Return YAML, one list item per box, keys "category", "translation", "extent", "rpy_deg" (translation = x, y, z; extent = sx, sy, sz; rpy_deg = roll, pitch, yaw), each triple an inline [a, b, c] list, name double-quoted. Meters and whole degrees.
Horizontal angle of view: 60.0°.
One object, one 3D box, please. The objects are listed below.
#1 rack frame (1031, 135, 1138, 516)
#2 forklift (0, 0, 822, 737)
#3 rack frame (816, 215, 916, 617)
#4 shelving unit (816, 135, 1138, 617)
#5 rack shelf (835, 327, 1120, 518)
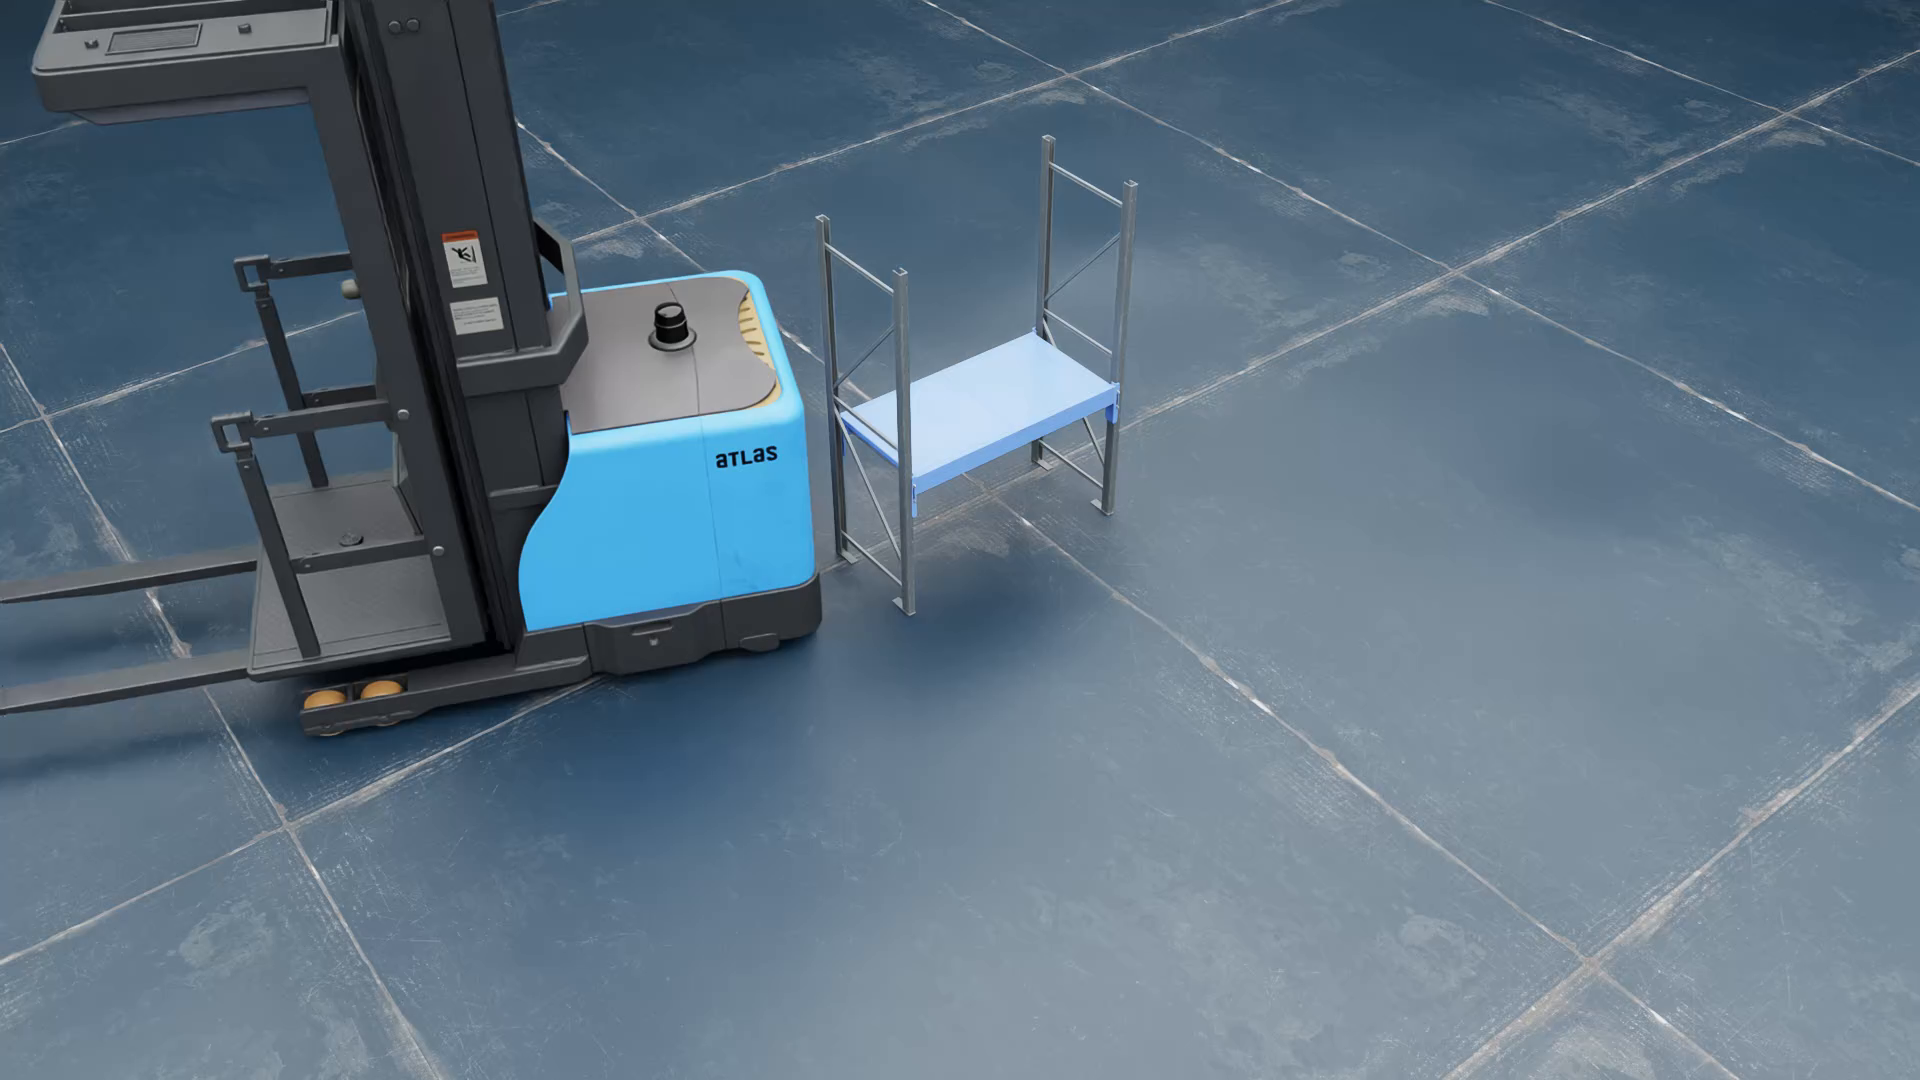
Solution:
- category: "rack frame"
  translation: [0.471, -0.809, 6.554]
  extent: [0.032, 1.500, 0.500]
  rpy_deg: [-26, 46, -28]
- category: "forklift"
  translation: [-2.094, -0.810, 5.426]
  extent: [3.031, 2.935, 1.130]
  rpy_deg: [-10, 40, -11]
- category: "rack frame"
  translation: [-0.335, -0.416, 6.075]
  extent: [0.032, 1.500, 0.500]
  rpy_deg: [-26, 46, -28]
- category: "shelving unit"
  translation: [0.068, -0.613, 6.315]
  extent: [1.048, 1.500, 0.538]
  rpy_deg: [-26, 46, -28]
- category: "rack shelf"
  translation: [0.068, -0.474, 6.429]
  extent: [1.000, 0.185, 0.538]
  rpy_deg: [-26, 46, -28]
